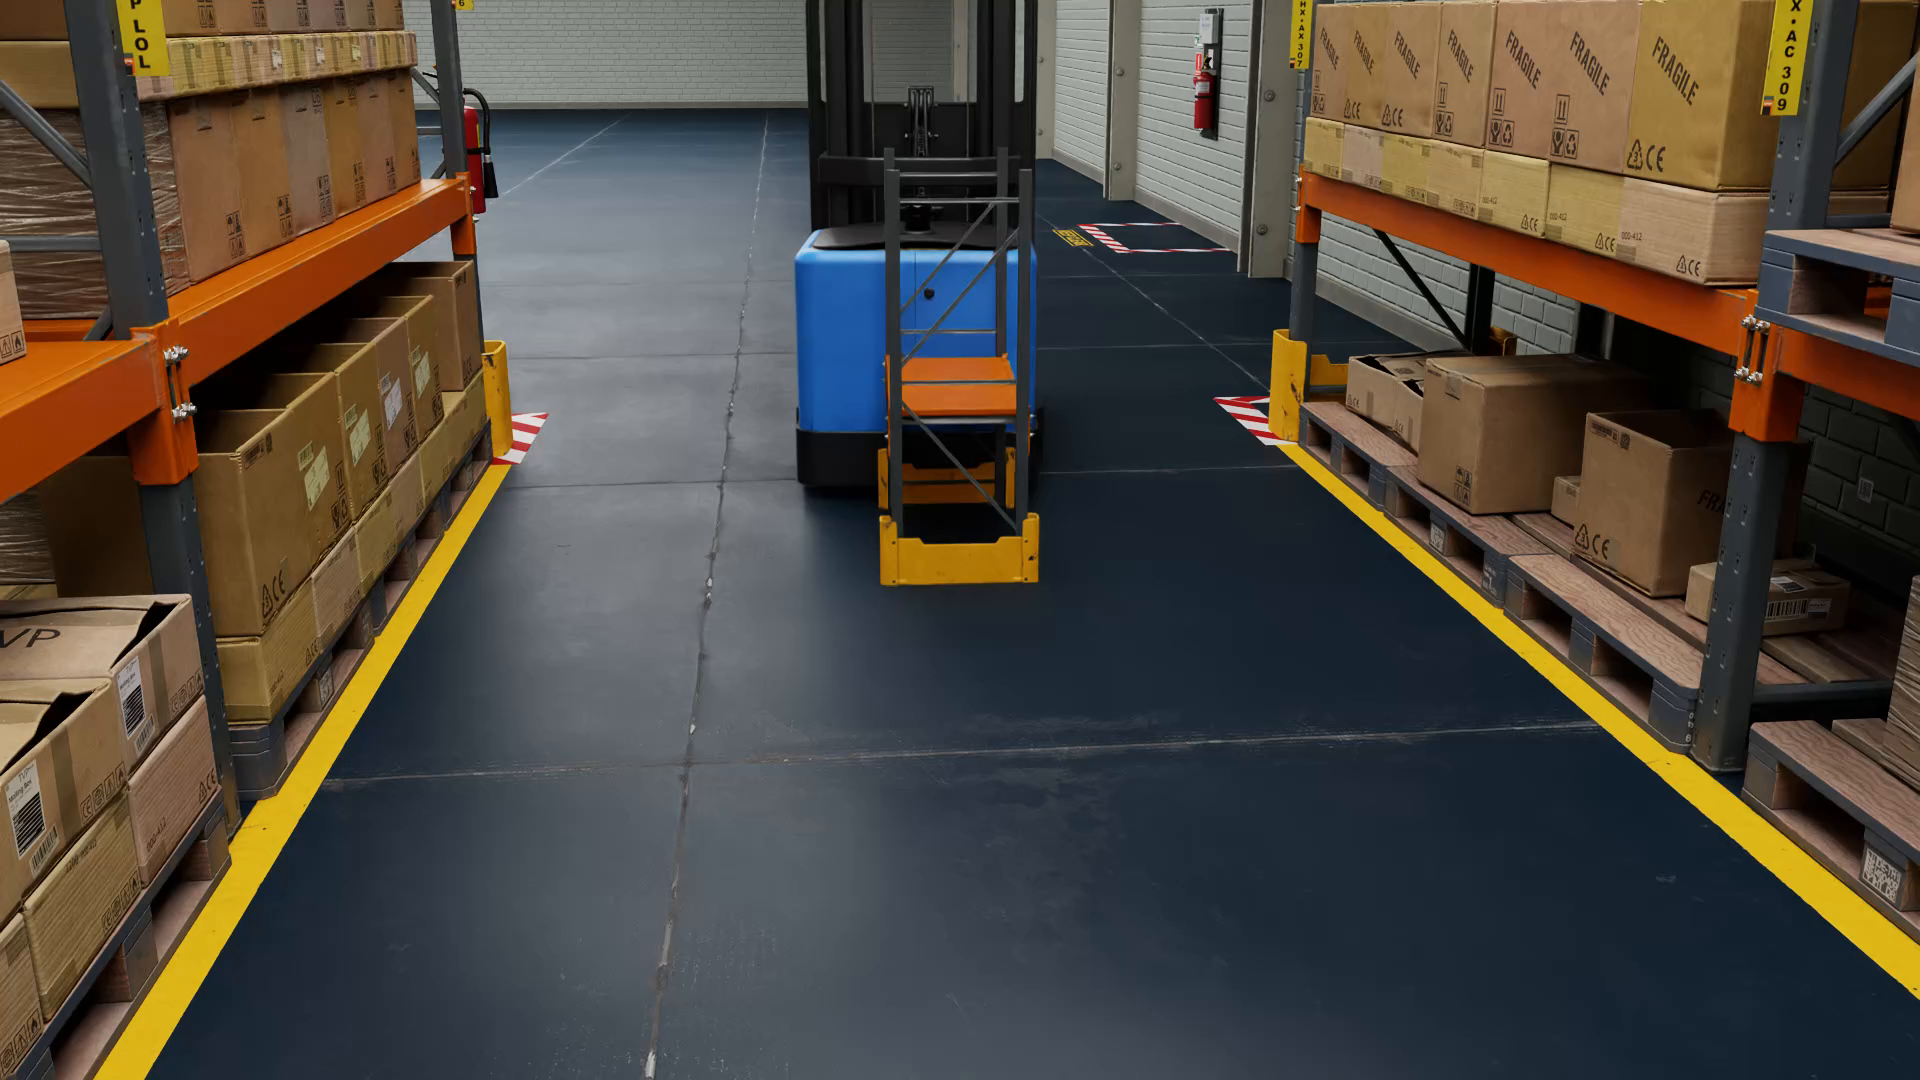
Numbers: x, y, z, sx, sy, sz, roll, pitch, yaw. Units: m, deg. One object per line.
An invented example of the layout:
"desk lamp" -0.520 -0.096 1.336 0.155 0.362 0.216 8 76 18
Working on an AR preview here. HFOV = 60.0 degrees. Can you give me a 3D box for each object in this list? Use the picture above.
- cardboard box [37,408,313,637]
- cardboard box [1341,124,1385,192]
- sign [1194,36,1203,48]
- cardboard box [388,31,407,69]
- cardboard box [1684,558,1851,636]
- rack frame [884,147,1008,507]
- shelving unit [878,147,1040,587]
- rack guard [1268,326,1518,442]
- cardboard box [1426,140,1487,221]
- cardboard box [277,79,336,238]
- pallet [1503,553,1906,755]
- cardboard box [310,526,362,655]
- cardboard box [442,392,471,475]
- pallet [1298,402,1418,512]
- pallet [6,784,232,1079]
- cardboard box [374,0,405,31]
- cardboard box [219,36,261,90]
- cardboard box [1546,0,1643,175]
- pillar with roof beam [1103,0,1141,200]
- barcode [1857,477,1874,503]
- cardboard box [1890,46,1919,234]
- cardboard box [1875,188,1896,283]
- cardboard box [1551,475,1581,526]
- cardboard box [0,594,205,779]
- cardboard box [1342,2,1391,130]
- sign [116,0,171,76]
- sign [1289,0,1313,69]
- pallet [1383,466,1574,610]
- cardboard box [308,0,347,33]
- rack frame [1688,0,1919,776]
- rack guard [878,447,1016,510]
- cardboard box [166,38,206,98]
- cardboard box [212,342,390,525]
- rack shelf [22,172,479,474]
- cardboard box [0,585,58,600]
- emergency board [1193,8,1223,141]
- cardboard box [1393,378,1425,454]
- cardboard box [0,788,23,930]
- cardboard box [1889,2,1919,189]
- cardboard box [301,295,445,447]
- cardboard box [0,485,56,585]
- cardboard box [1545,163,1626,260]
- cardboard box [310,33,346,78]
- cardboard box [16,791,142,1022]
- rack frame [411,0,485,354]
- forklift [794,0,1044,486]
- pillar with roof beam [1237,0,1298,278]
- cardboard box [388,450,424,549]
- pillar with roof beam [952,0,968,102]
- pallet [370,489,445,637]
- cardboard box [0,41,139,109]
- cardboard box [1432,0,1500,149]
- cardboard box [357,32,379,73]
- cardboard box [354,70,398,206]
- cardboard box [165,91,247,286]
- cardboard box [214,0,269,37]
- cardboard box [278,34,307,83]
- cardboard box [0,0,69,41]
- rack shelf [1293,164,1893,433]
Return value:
"cardboard box" -2.093 -0.054 4.477 0.500 0.500 0.500 -2 18 -6
"cardboard box" 1.960 -1.634 7.090 0.500 0.250 0.500 -2 18 -7
"sign" 2.292 -4.785 15.965 0.001 0.109 0.331 -2 18 -6
"cardboard box" -2.512 -2.022 6.861 0.380 0.149 0.250 -1 17 -4
"cardboard box" 2.485 0.170 5.124 0.380 0.166 0.250 -4 18 -13
"rack frame" -0.057 -0.864 6.926 0.500 1.500 0.032 -1 17 -3
"shelving unit" -0.029 -0.710 6.434 0.587 1.500 1.083 -1 17 -3
"rack guard" 2.165 -0.790 8.359 1.175 0.500 0.348 -2 18 -6
"cardboard box" 2.056 -1.331 6.126 0.500 0.250 0.500 -2 18 -5
"cardboard box" -2.571 -1.298 5.638 0.700 0.500 0.500 -1 17 -4
"pallet" 2.466 0.318 5.312 1.003 0.211 1.213 -2 18 -6
"cardboard box" -2.149 0.155 5.064 0.500 0.250 0.500 -2 18 -6
"cardboard box" -2.357 -0.440 6.961 0.500 0.250 0.500 -2 18 -6
"pallet" 2.214 -0.409 7.628 1.003 0.211 1.213 -2 18 -6
"pallet" -2.242 0.889 3.492 1.003 0.211 1.213 -2 18 -6
"cardboard box" -2.728 -2.363 6.862 0.700 0.500 0.500 -2 18 -5
"cardboard box" -2.298 -1.407 4.901 0.380 0.149 0.250 -2 18 -7
"cardboard box" 2.157 -1.389 5.059 0.500 0.500 0.500 -2 18 -6
"pillar with roof beam" -2.429 -8.128 17.543 9.100 9.000 0.400 -2 18 -6
"barcode" 2.753 -0.152 5.057 0.001 0.075 0.075 -2 18 -6
"cardboard box" 2.589 -0.918 3.693 0.700 0.500 0.500 -2 18 -5
"cardboard box" 2.735 -0.898 4.747 0.500 0.250 0.500 -2 17 -5
"cardboard box" 2.425 -0.140 6.142 0.380 0.149 0.250 -3 18 -10
"cardboard box" -2.030 0.296 3.679 0.500 0.311 0.500 -2 18 -6
"cardboard box" 1.949 -2.002 7.011 0.500 0.500 0.500 -2 18 -5
"sign" -1.818 -1.194 3.671 0.100 0.325 0.005 -2 18 -6
"sign" 1.618 -2.402 7.873 0.100 0.325 0.005 -2 18 -6
"pallet" 2.337 -0.046 6.473 1.003 0.211 1.213 -2 18 -6
"cardboard box" -2.616 -2.056 5.885 0.700 0.500 0.500 -2 18 -5
"rack frame" 2.570 -0.814 4.261 1.000 3.000 0.127 -2 18 -6
"rack guard" -0.056 -0.262 7.095 0.587 0.250 0.087 -1 17 -3
"cardboard box" -2.246 -1.254 4.415 0.380 0.149 0.250 -2 18 -7
"cardboard box" -2.196 -0.351 5.426 0.500 0.500 0.500 -2 18 -6
"rack shelf" -2.563 -0.912 5.775 1.077 0.370 4.000 -2 18 -6
"cardboard box" -2.622 0.321 4.537 0.500 0.250 0.500 -2 18 -6
"emergency board" 2.254 -4.349 15.520 0.194 1.169 0.643 -2 18 -6
"cardboard box" 2.198 -0.554 7.187 0.500 0.311 0.500 0 17 -1
"cardboard box" -1.921 0.600 2.712 0.500 0.311 0.500 -2 18 -6
"cardboard box" 2.729 -1.256 4.634 0.500 0.500 0.500 -2 18 -7
"cardboard box" -2.300 -0.649 6.375 0.500 0.500 0.500 -2 18 -6
"cardboard box" -2.662 -0.186 4.901 0.500 0.500 0.500 -2 18 -6
"cardboard box" 2.177 -1.032 5.173 0.500 0.250 0.500 -2 18 -5
"cardboard box" -2.405 -1.715 5.881 0.380 0.149 0.250 -1 17 -4
"cardboard box" -1.975 0.717 3.273 0.500 0.250 0.500 -2 18 -6
"rack frame" -2.769 -1.851 7.566 1.000 3.000 0.127 -2 18 -6
"forklift" -0.177 -2.015 8.201 1.130 2.935 3.031 0 17 0
"pillar with roof beam" -1.811 -6.340 11.849 9.100 9.000 0.400 -2 18 -6
"cardboard box" -2.253 -0.142 6.012 0.500 0.250 0.500 -2 18 -6
"pillar with roof beam" -4.286 -13.491 34.625 9.100 9.000 0.400 -2 18 -6
"pallet" -2.526 0.068 6.107 1.003 0.211 1.213 -2 18 -6
"cardboard box" -2.192 -1.103 3.932 0.380 0.149 0.250 -2 18 -6
"cardboard box" 2.061 -1.694 6.032 0.500 0.500 0.500 -1 17 -4
"cardboard box" -2.462 -1.871 6.380 0.380 0.149 0.250 -2 17 -5
"cardboard box" -2.675 -1.603 6.609 0.700 0.500 0.500 -1 17 -4
"cardboard box" -2.470 -0.996 4.675 0.700 0.500 0.500 -2 18 -6
"cardboard box" -2.513 -1.758 4.936 0.700 0.500 0.500 -2 18 -6
"cardboard box" -2.355 -1.564 5.401 0.380 0.149 0.250 -2 18 -6
"cardboard box" -2.409 -1.458 3.981 0.700 0.500 0.500 -2 18 -5
"rack shelf" 2.364 -1.066 6.266 1.077 0.370 4.000 -2 18 -6
